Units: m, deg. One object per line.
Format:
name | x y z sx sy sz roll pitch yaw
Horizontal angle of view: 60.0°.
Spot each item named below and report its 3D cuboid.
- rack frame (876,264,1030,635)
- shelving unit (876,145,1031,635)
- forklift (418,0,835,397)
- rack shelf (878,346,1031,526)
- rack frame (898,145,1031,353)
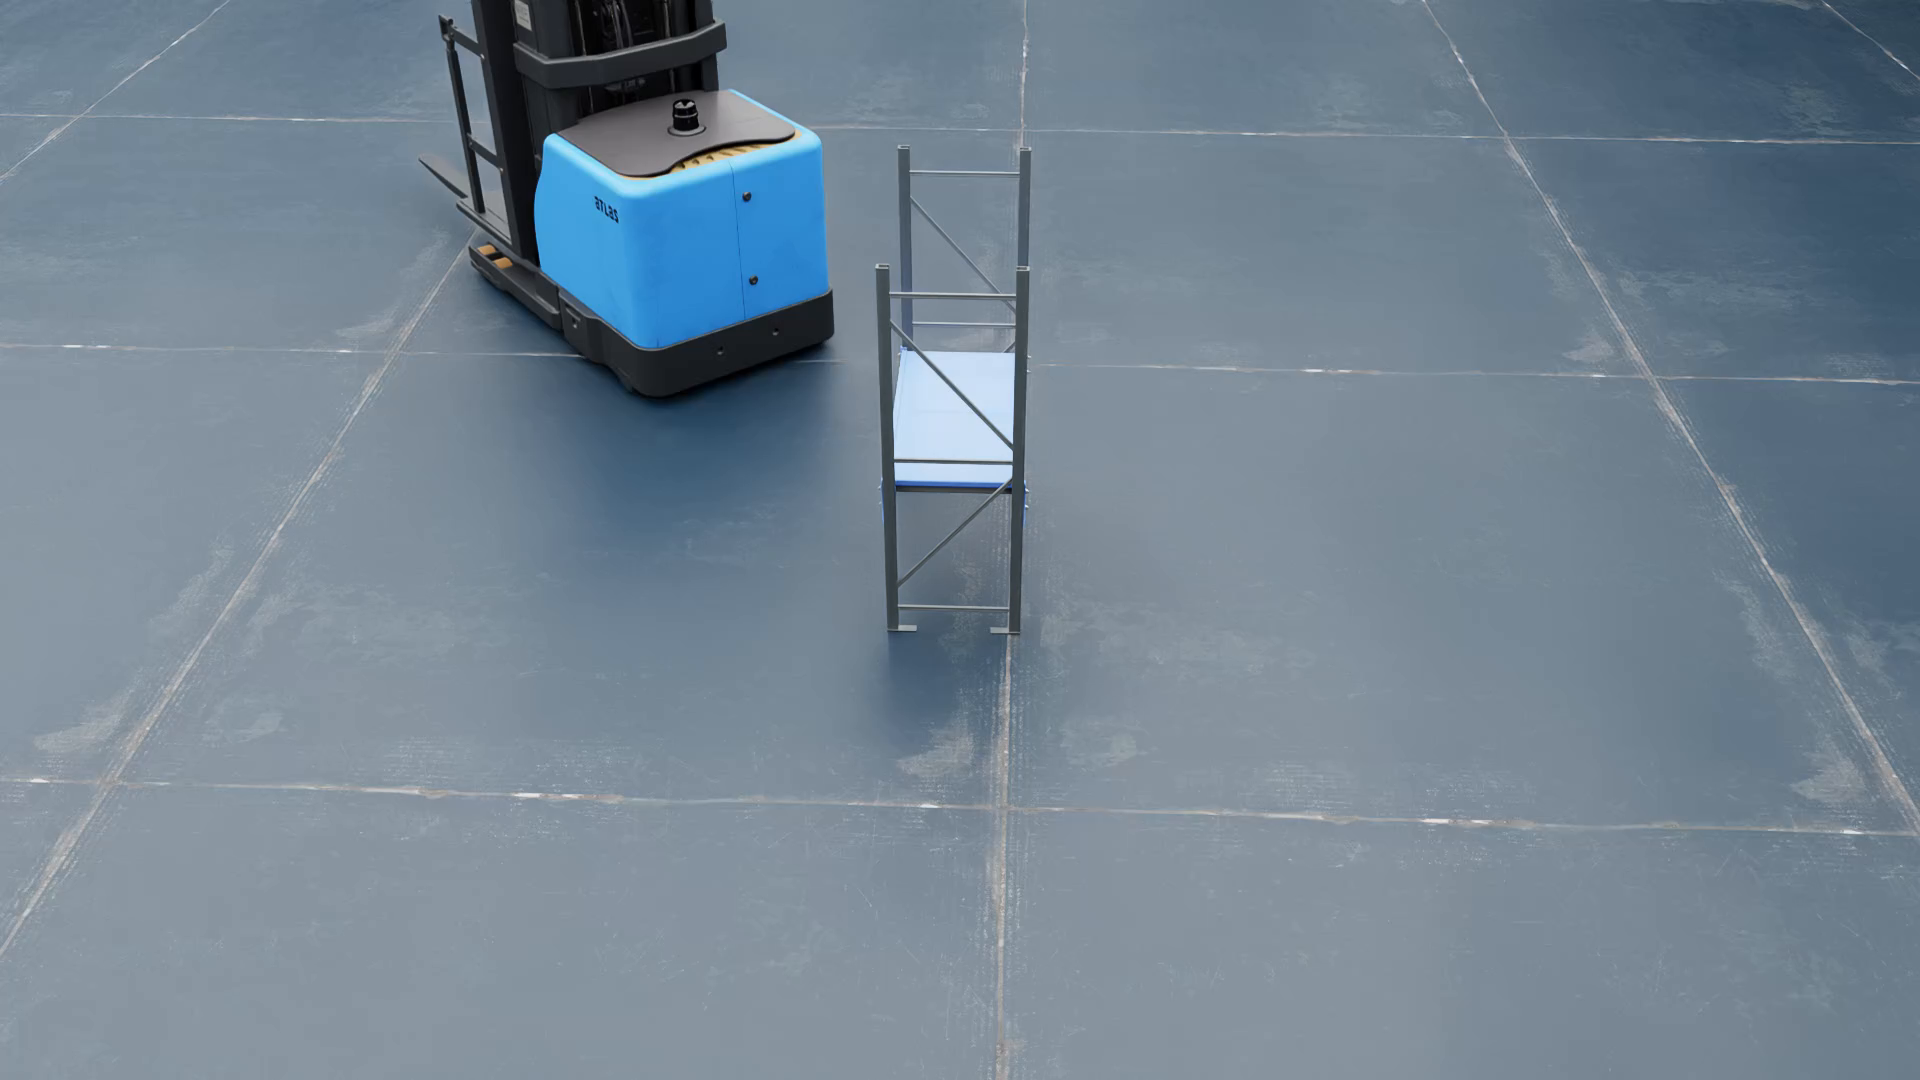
rack frame | -0.024 -0.273 5.833 0.500 1.500 0.032 1 35 2
shelving unit | -0.003 -0.565 6.249 0.538 1.500 1.048 1 35 2
forklift | -1.904 -2.640 7.957 1.130 2.935 3.031 -24 42 -30
rack shelf | -0.003 -0.417 6.352 0.538 0.185 1.000 1 35 2
rack frame | 0.017 -0.857 6.665 0.500 1.500 0.032 1 35 2
